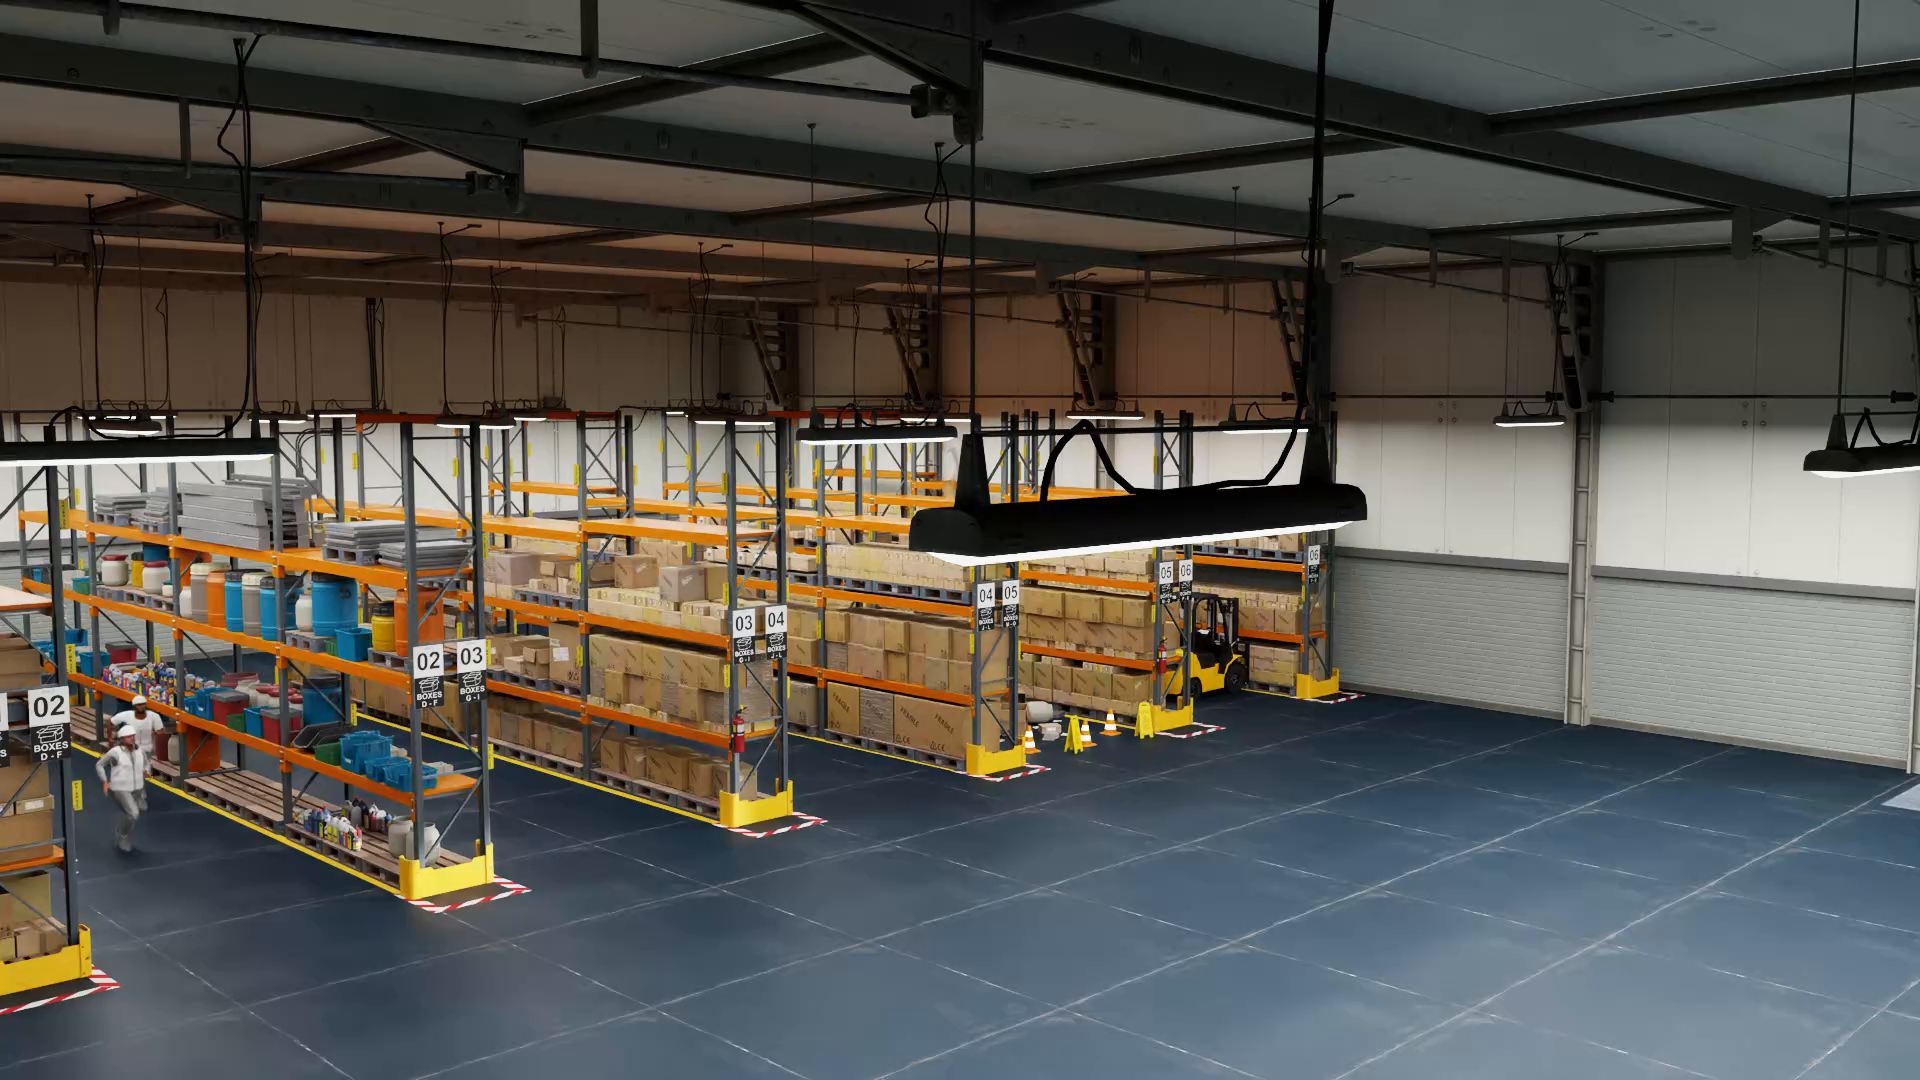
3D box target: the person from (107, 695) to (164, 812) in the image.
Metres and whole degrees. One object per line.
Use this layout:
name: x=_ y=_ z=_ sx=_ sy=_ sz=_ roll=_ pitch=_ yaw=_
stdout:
person: x=-12.604 y=3.248 z=25.489 sx=0.835 sy=1.785 sz=0.729 roll=5 pitch=7 yaw=45

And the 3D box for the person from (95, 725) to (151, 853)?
person: x=-11.529 y=3.450 z=23.057 sx=0.777 sy=1.766 sz=0.626 roll=3 pitch=6 yaw=27
